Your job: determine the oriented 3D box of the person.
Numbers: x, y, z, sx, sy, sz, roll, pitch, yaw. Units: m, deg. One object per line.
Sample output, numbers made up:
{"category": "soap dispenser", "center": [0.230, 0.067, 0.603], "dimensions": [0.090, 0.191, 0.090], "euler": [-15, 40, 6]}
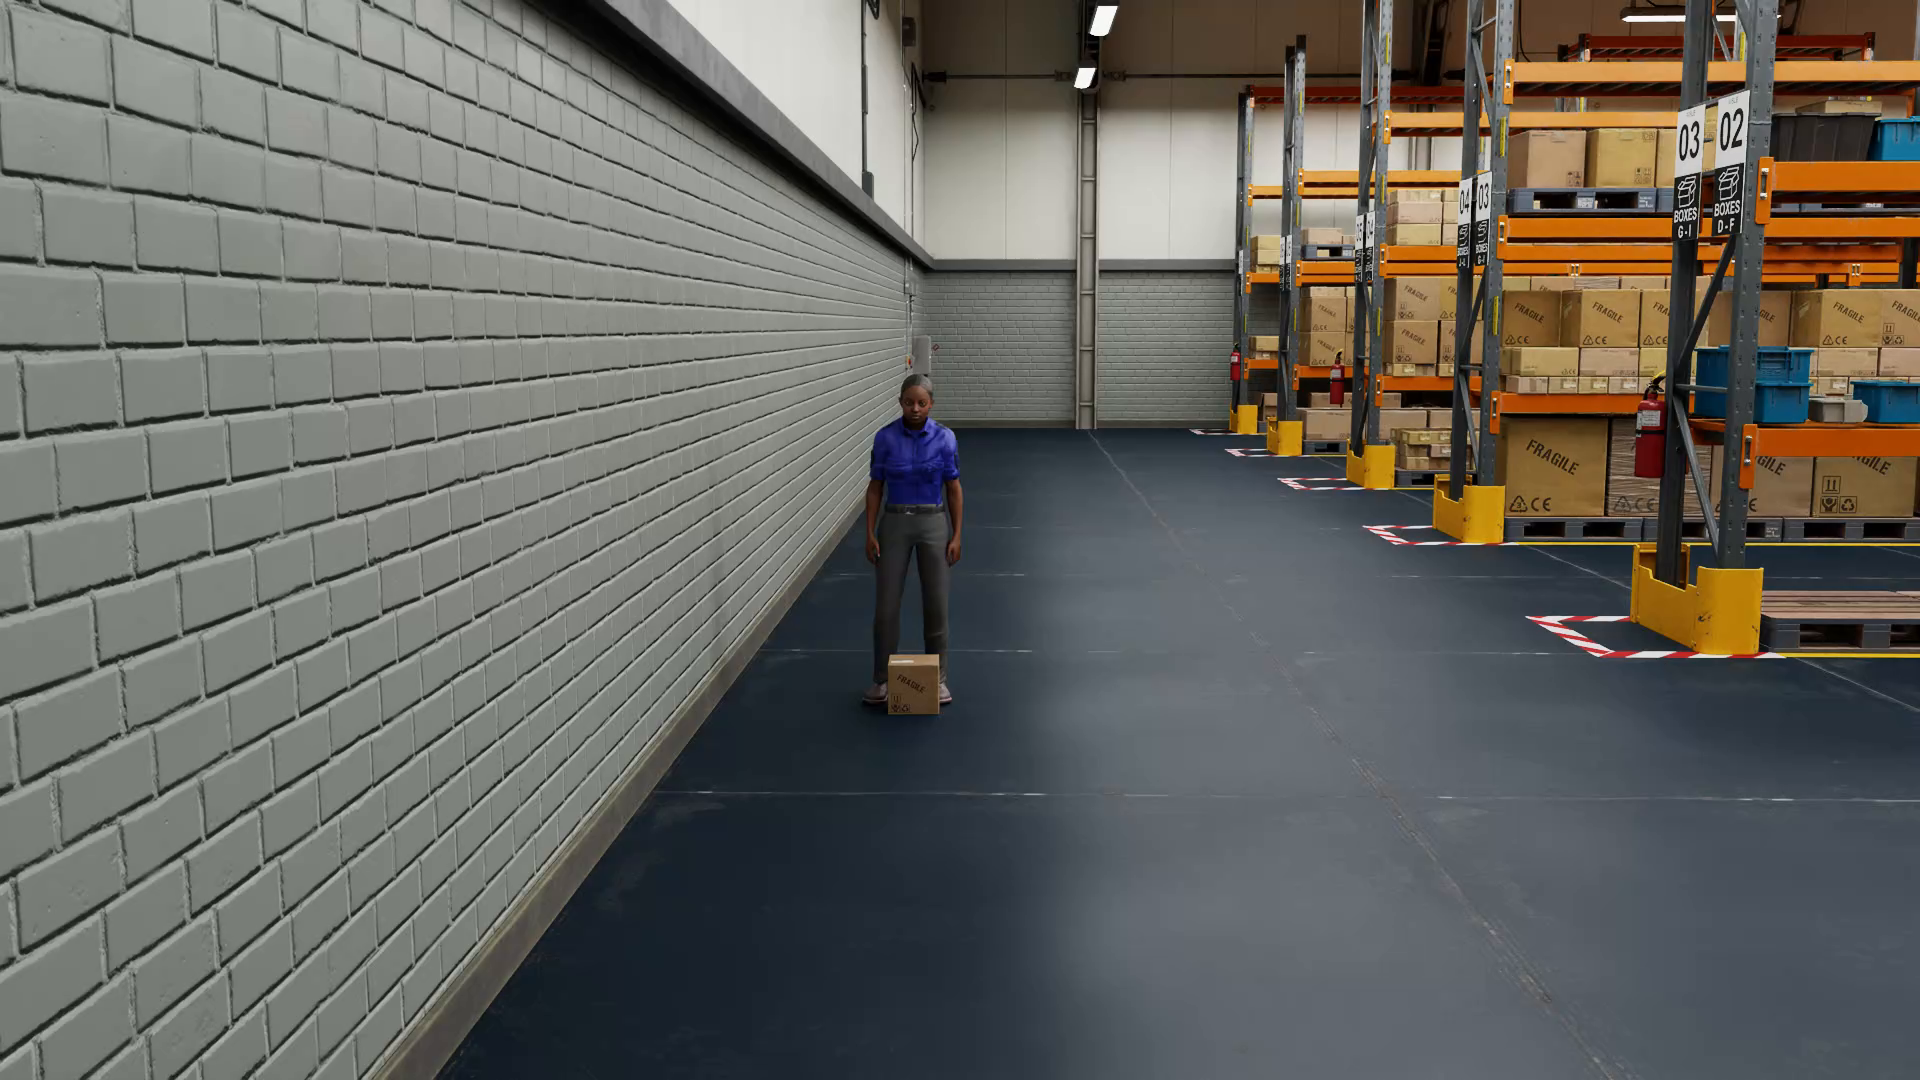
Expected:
{"category": "person", "center": [-0.238, -0.011, 8.382], "dimensions": [0.503, 1.654, 0.350], "euler": [0, 7, 1]}
